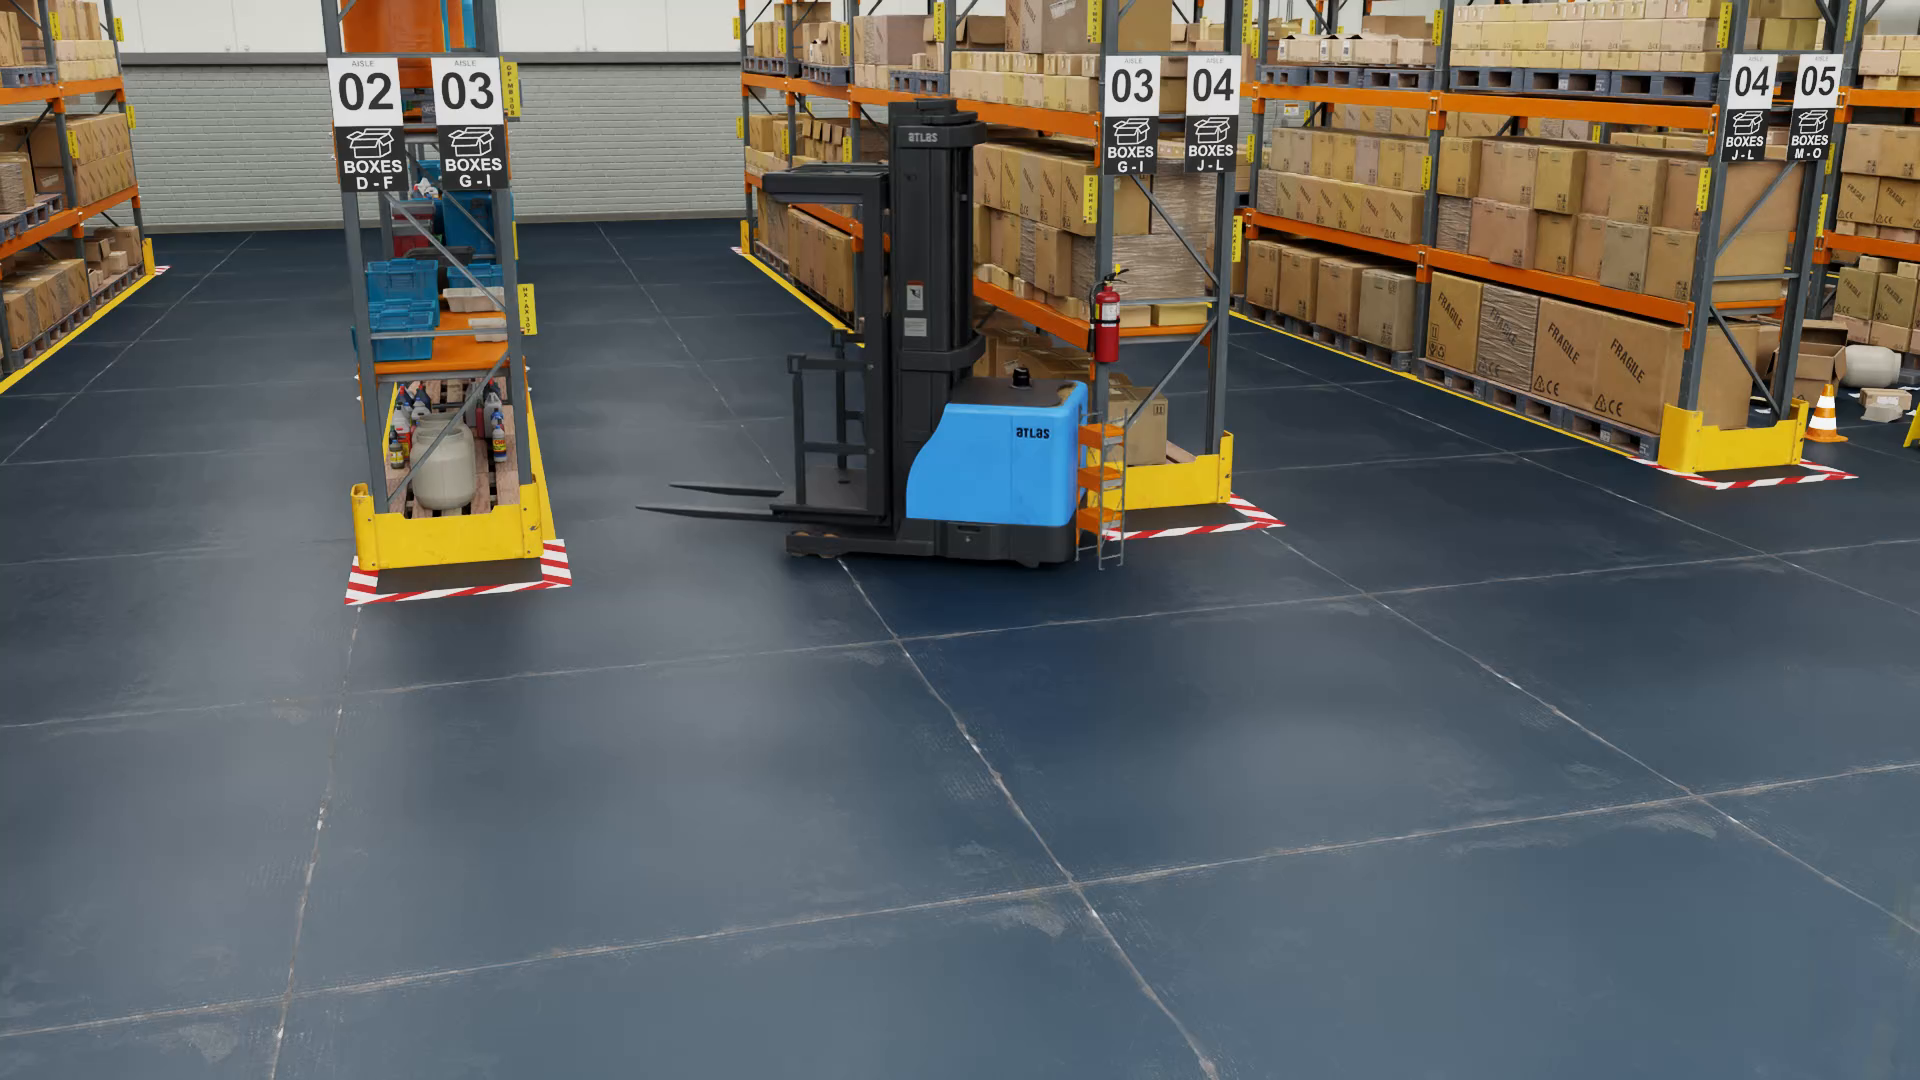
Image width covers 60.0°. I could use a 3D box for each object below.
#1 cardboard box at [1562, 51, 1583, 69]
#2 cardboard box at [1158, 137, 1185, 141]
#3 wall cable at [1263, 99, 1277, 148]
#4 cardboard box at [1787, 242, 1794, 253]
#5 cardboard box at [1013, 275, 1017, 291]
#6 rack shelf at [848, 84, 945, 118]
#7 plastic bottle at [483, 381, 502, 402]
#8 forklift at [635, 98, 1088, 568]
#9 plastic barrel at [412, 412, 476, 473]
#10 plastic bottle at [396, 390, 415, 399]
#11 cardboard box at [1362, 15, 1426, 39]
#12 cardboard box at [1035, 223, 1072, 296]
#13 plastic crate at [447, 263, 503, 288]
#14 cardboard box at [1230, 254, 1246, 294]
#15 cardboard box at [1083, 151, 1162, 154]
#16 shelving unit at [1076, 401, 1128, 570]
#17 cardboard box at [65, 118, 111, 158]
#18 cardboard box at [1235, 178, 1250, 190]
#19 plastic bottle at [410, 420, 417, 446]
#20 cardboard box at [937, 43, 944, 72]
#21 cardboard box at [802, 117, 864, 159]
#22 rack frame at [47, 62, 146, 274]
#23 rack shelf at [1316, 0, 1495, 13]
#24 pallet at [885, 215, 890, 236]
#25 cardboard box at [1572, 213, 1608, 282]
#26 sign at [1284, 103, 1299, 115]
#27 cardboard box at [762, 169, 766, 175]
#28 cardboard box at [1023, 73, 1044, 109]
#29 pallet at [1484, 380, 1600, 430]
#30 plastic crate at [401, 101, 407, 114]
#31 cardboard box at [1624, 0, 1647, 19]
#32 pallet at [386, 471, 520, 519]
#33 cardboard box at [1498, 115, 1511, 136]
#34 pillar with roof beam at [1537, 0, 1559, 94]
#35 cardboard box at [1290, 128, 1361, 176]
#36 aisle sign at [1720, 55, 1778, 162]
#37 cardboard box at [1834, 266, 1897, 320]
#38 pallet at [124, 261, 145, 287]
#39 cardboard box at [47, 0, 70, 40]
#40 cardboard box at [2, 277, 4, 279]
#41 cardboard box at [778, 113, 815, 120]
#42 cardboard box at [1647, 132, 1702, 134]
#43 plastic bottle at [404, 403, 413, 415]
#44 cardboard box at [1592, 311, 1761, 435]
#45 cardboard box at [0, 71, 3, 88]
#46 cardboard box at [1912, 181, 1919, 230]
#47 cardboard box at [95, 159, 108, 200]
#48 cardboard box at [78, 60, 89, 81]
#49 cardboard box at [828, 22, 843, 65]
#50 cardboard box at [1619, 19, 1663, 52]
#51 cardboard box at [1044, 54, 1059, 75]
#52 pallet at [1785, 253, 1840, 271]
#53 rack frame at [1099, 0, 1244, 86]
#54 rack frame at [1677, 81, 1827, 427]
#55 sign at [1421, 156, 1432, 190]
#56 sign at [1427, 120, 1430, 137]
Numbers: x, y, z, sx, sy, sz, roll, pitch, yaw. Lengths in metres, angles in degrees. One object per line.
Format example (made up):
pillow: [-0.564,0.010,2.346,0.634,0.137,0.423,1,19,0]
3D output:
cardboard box: [5.408,-4.117,14.263,0.380,0.149,0.250,-4,17,-15]
cardboard box: [3.052,-5.731,24.627,0.500,0.500,0.500,-5,17,-16]
wall cable: [6.367,-9.069,34.665,0.588,1.984,0.122,-5,17,-15]
cardboard box: [12.791,-4.620,25.234,0.500,0.500,0.500,-5,18,-17]
cardboard box: [0.655,-2.124,13.745,0.380,0.149,0.250,-5,17,-15]
rack shelf: [-0.202,-4.452,17.096,1.077,0.370,4.000,-5,17,-15]
plastic bottle: [-3.907,-1.149,13.903,0.144,0.351,0.185,-6,18,-18]
forklift: [-0.688,-1.421,11.087,3.031,2.935,1.130,3,17,11]
plastic barrel: [-3.707,-0.633,11.940,0.421,0.512,0.421,0,17,0]
plastic bottle: [-4.633,-1.111,13.908,0.152,0.276,0.135,-4,17,-13]
cardboard box: [4.792,-5.552,18.430,0.500,0.500,0.500,-5,17,-15]
cardboard box: [1.070,-2.174,12.784,0.875,0.500,0.500,-5,17,-15]
plastic crate: [-3.849,-2.059,13.352,0.499,0.251,0.616,-5,17,-15]
cardboard box: [3.613,-3.443,21.314,0.500,0.500,0.500,-5,17,-16]
cardboard box: [1.289,-2.820,13.198,0.500,0.500,0.500,-5,17,-15]
shelving unit: [0.918,-0.354,10.805,0.215,1.050,0.252,-11,20,-32]
cardboard box: [-11.661,-5.345,22.119,0.500,0.500,0.500,-4,17,-14]
cardboard box: [3.468,-4.458,20.787,0.380,0.149,0.250,-4,17,-14]
plastic bottle: [-4.182,-0.772,12.766,0.061,0.283,0.133,-5,17,-15]
cardboard box: [-0.007,-4.632,15.949,0.396,0.266,0.258,-4,17,-13]
cardboard box: [-1.667,-5.372,22.204,0.797,0.503,0.637,-5,17,-17]
rack frame: [-12.476,-5.344,24.029,1.000,3.000,0.127,-5,17,-15]
rack shelf: [7.128,-8.694,26.697,1.077,0.370,4.000,-5,17,-15]
pallet: [-0.168,-3.277,17.481,1.003,0.211,1.213,-5,17,-15]
cardboard box: [5.893,-2.551,14.469,0.875,0.550,0.550,-5,17,-15]
sign: [6.956,-9.042,34.903,0.339,0.242,0.001,-5,17,-15]
cardboard box: [-2.746,-5.456,24.839,0.380,0.149,0.250,-5,17,-17]
cardboard box: [0.798,-3.459,12.799,0.500,0.250,0.500,-4,17,-14]
pallet: [5.617,-1.281,15.349,1.003,0.211,1.213,-5,17,-15]
plastic crate: [-4.129,-3.241,11.843,0.392,0.384,0.575,-5,17,-15]
cardboard box: [5.615,-4.290,13.452,0.380,0.149,0.250,-4,17,-14]
pallet: [-3.599,-0.216,11.803,1.003,0.211,1.213,-5,17,-15]
cardboard box: [7.972,-5.766,23.520,0.500,0.500,0.500,-5,17,-16]
pillar with roof beam: [7.337,-10.653,31.275,9.100,9.000,0.400,-5,17,-15]
cardboard box: [4.300,-4.539,19.438,0.700,0.500,0.500,-5,17,-16]
aisle sign: [5.975,-3.266,12.593,0.394,0.787,0.004,-5,17,-15]
cardboard box: [9.779,-2.649,17.803,0.500,0.500,0.500,-4,17,-13]
pallet: [-12.235,-3.767,23.626,1.003,0.211,1.213,-5,17,-15]
cardboard box: [-11.548,-6.482,20.691,0.700,0.500,0.500,-5,17,-15]
cardboard box: [-11.052,-2.673,18.716,0.500,0.500,0.500,-5,18,-17]
cardboard box: [-2.563,-6.442,26.124,0.500,0.500,0.500,-4,17,-15]
cardboard box: [9.169,-4.984,21.411,0.500,0.500,0.500,-5,17,-17]
plastic bottle: [-4.463,-0.973,13.456,0.097,0.271,0.097,0,17,0]
cardboard box: [5.994,-1.430,13.964,0.875,0.875,0.875,-5,17,-15]
cardboard box: [-10.713,-5.019,17.557,0.910,0.500,0.500,-5,17,-15]
cardboard box: [10.015,-3.360,16.733,0.500,0.500,0.500,-5,17,-16]
cardboard box: [-11.534,-4.728,21.804,0.500,0.500,0.500,-5,17,-16]
cardboard box: [-11.542,-6.033,21.370,0.500,0.250,0.500,-5,17,-15]
cardboard box: [-1.310,-5.994,20.074,0.500,0.500,0.500,-4,17,-12]
cardboard box: [5.704,-4.073,13.422,0.500,0.250,0.500,-5,17,-15]
cardboard box: [0.840,-3.524,12.324,0.380,0.149,0.250,-5,17,-15]
pallet: [13.048,-4.301,25.404,1.003,0.211,1.213,-5,17,-15]
rack frame: [1.447,-4.574,11.036,1.000,3.000,0.127,-5,17,-15]
rack frame: [6.244,-2.065,13.111,1.000,3.000,0.127,-5,17,-15]
sign: [4.626,-3.642,16.488,0.100,0.325,0.005,-5,17,-15]
sign: [7.145,-6.211,25.274,0.100,0.325,0.005,-5,17,-15]
